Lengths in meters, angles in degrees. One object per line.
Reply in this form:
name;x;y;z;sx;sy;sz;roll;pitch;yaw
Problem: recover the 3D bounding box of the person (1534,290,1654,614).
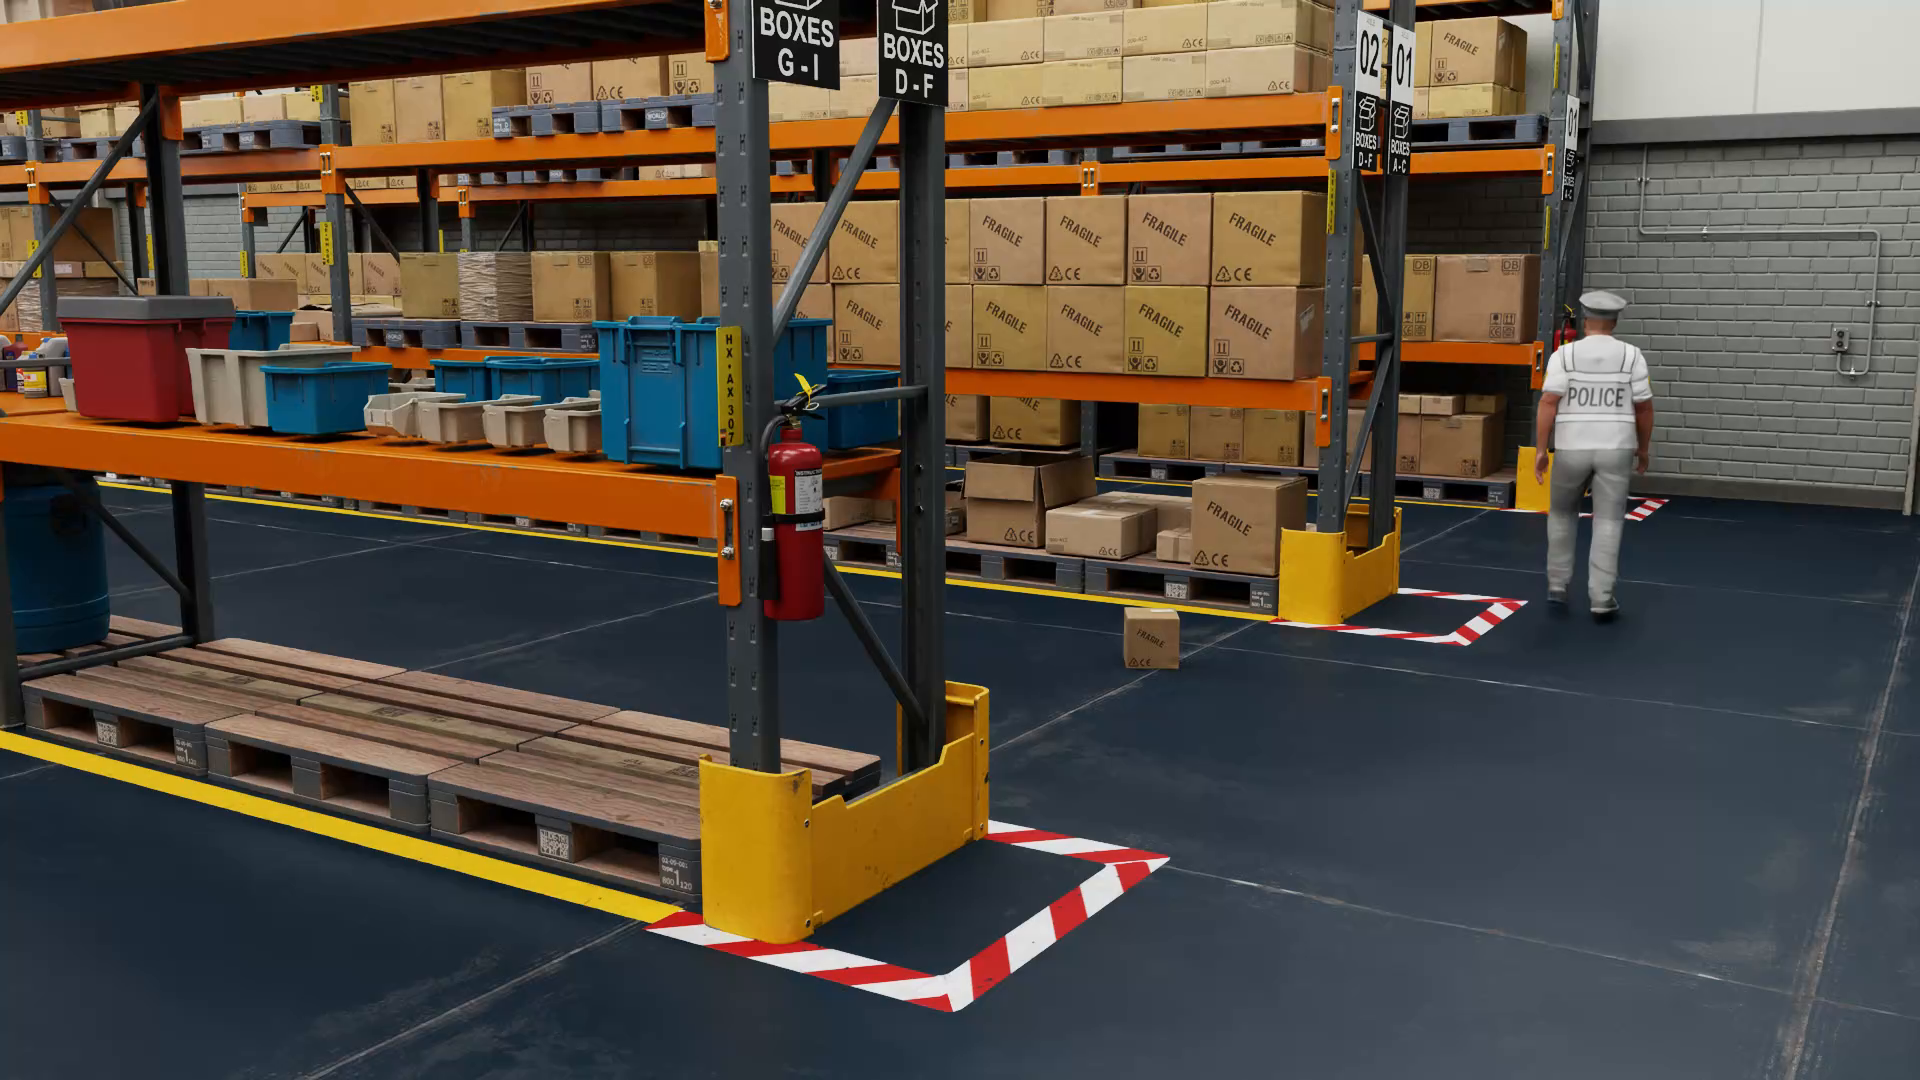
person;3.498;-0.451;9.202;0.597;1.837;0.719;4;10;21
